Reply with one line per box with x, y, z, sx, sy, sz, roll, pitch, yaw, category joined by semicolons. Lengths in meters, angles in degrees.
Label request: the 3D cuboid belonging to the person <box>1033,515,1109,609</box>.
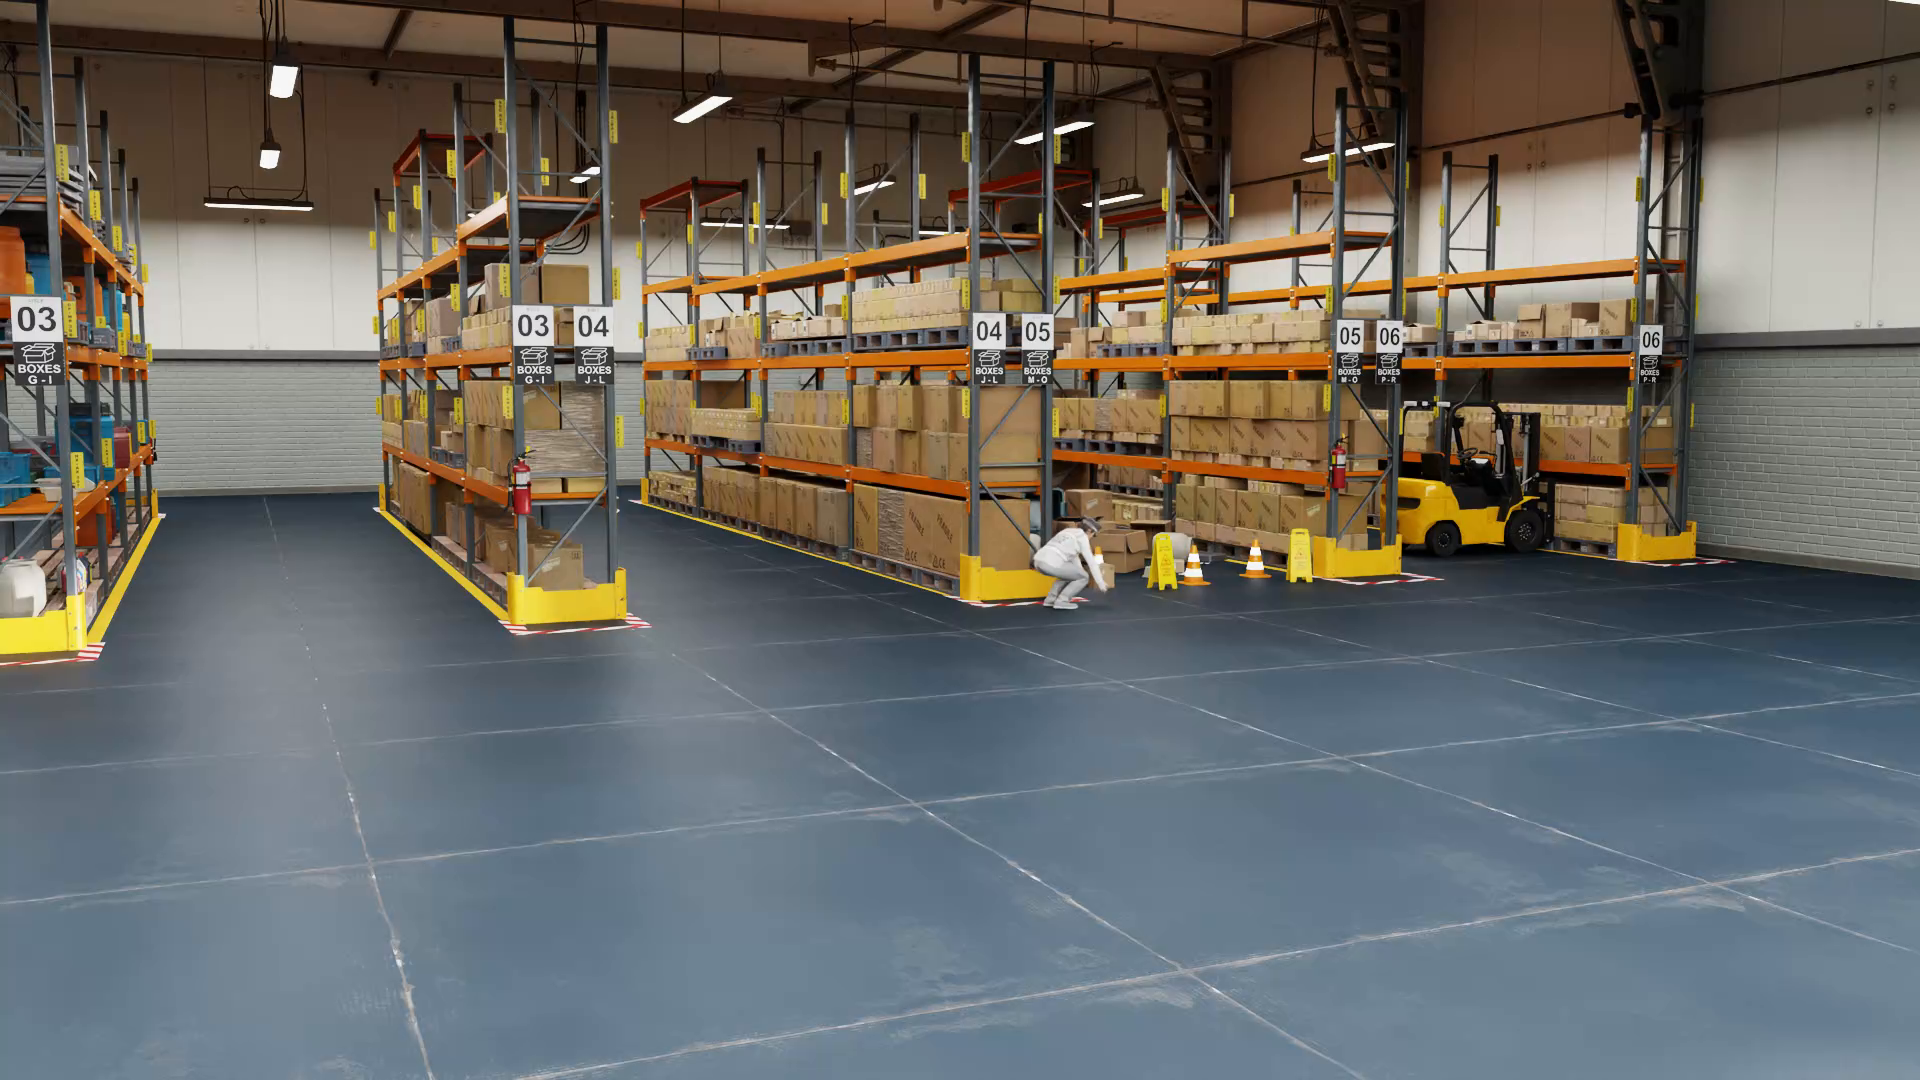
1.184;0.239;18.062;0.819;0.994;0.492;-2;6;-24;person
